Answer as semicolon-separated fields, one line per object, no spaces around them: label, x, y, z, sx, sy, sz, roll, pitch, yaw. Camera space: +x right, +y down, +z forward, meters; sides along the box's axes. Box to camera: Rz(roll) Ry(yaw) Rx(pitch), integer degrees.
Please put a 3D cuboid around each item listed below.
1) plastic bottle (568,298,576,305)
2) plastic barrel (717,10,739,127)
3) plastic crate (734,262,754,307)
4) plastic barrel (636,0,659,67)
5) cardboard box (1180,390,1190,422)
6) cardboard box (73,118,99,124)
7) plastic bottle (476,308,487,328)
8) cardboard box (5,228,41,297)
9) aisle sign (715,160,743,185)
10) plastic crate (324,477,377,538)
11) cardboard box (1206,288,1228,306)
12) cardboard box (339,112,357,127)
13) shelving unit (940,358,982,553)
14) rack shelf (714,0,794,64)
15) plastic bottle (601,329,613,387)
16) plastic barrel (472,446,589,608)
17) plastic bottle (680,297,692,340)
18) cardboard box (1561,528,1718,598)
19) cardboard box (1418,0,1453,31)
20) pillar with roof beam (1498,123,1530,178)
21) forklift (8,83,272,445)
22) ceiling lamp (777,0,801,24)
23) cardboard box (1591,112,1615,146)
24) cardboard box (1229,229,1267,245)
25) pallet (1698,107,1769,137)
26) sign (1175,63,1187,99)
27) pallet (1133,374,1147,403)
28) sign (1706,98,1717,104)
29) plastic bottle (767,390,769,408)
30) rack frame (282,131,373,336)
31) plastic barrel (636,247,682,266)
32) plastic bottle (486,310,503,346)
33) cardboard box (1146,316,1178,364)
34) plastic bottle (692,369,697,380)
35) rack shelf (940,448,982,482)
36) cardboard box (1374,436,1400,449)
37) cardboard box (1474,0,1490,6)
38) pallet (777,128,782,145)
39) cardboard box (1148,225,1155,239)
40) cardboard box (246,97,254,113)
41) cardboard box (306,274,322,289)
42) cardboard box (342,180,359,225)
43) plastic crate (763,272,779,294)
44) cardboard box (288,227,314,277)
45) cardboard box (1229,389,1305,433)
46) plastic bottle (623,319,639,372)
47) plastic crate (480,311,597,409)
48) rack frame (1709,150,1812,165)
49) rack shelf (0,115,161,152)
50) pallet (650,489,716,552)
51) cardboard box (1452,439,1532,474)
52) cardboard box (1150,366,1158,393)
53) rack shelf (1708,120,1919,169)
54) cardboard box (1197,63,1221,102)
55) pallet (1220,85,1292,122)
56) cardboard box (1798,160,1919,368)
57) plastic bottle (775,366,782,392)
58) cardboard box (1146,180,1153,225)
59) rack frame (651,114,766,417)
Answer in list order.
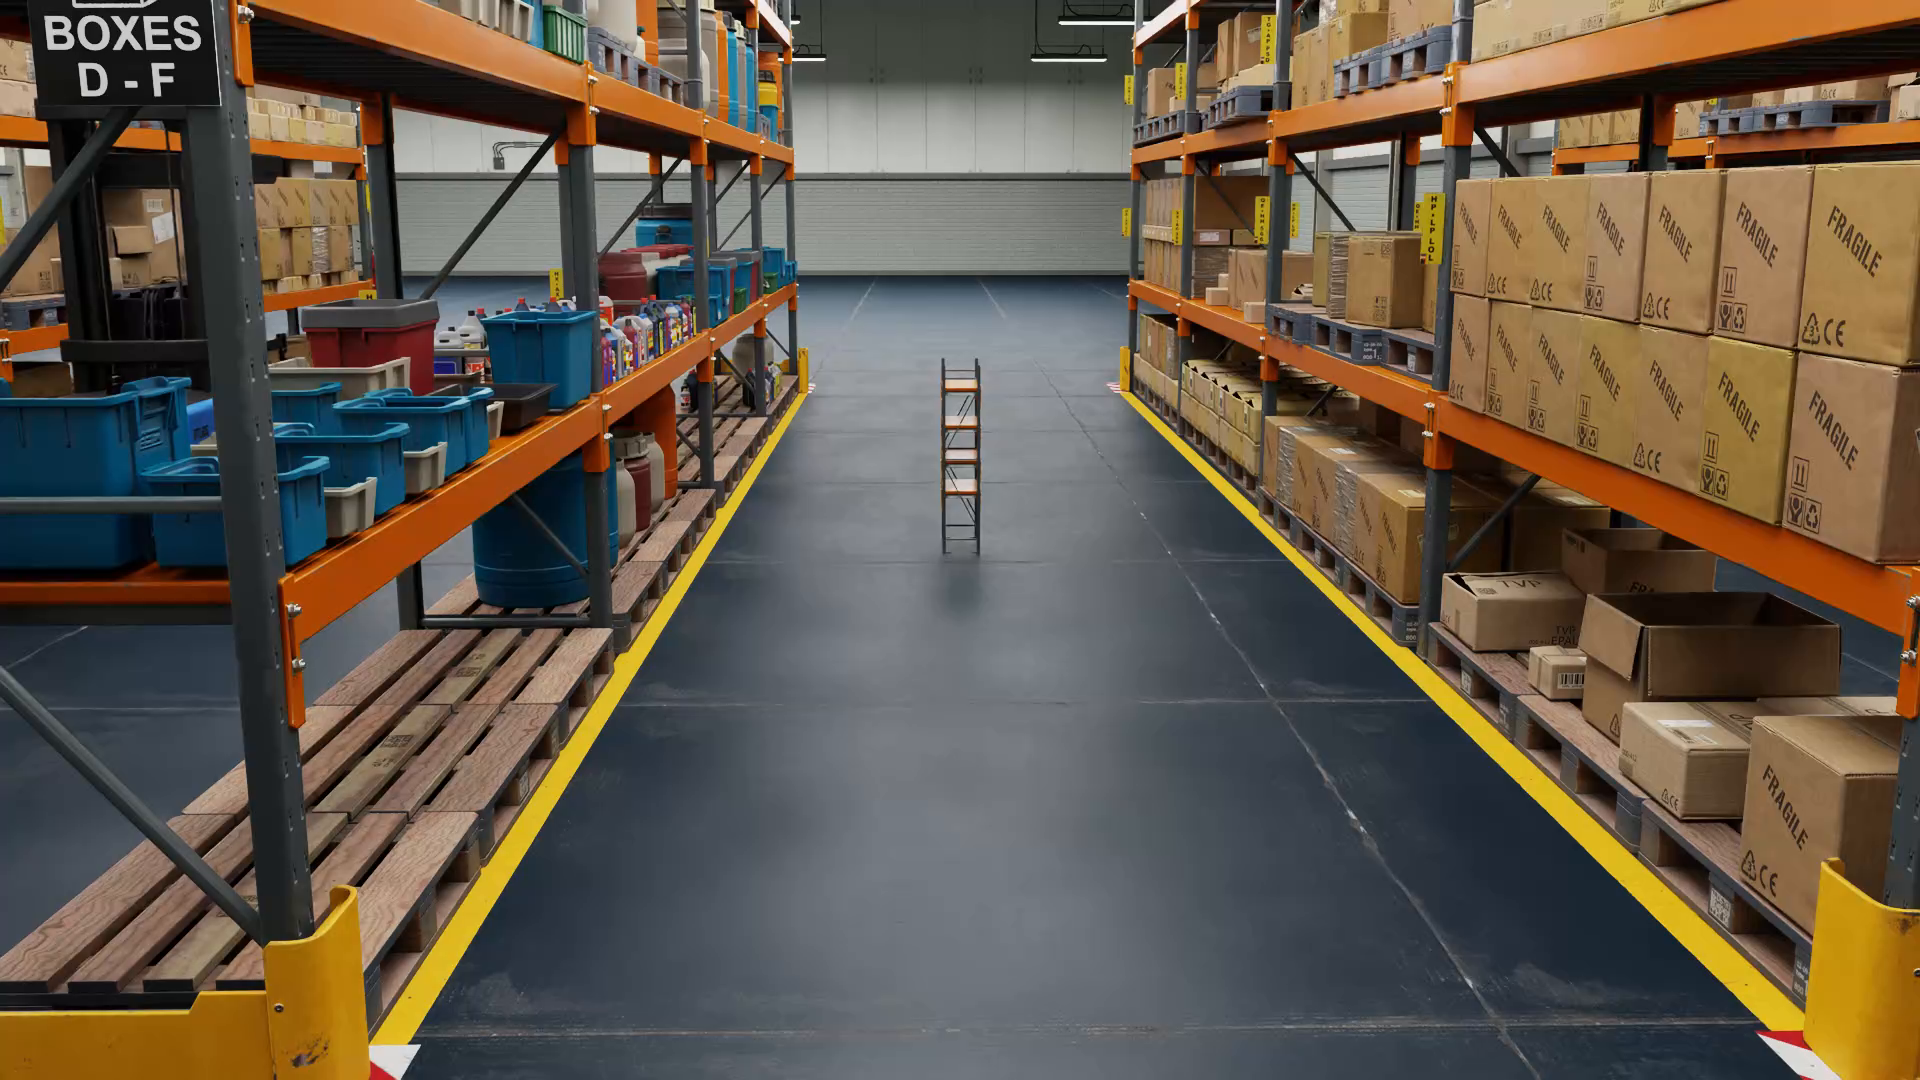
plastic bottle;-2.614;-1.489;11.179;0.097;0.271;0.097;0;11;0
plastic barrel;-2.103;-3.813;13.507;0.600;0.901;0.708;0;11;-1
plastic crate;-2.024;-2.232;14.558;0.392;0.384;0.575;0;11;-1
plastic barrel;-2.266;-3.436;10.772;0.600;0.830;0.708;0;11;-1
cardboard box;2.356;-1.255;15.559;0.500;0.250;0.500;-1;11;-3
cardboard box;-7.012;-3.338;12.800;0.500;0.250;0.500;0;11;0
plastic bottle;-2.542;-1.062;8.872;0.144;0.351;0.185;0;11;-1
cardboard box;-7.389;-2.115;12.632;0.700;0.500;0.500;1;12;7
aisle sign;-2.735;-4.540;19.356;0.394;0.787;0.004;0;11;-1
plastic crate;-1.709;-0.087;4.457;0.250;0.136;0.298;0;11;-1
cardboard box;2.409;-2.178;14.880;0.380;0.149;0.250;0;11;-1
cardboard box;-7.074;-4.771;18.861;0.380;0.149;0.250;0;11;-1
shelving unit;0.003;-0.555;10.778;0.258;1.200;0.503;0;11;-1
rack shelf;-2.399;-5.247;17.105;1.077;0.370;4.000;0;11;-1
plastic bottle;-1.776;-0.912;8.302;0.061;0.283;0.133;0;11;-1
plastic barrel;-2.186;-0.153;8.492;0.600;0.901;0.708;0;11;-1
plastic bottle;-1.835;-1.481;11.109;0.061;0.283;0.133;0;11;-1
cardboard box;3.056;0.234;7.541;0.500;0.500;0.500;0;11;-1
cardboard box;2.787;-2.894;8.678;0.600;0.600;0.600;0;11;-2
pillar with roof beam;3.916;-7.273;24.277;9.100;9.000;0.400;0;11;-1
forklift;-4.893;-1.335;10.266;1.130;2.935;3.031;-1;11;-4
ceiling lamp;-4.306;-12.293;34.339;2.000;3.185;0.800;0;11;-1
cardboard box;7.212;-4.545;18.072;0.500;0.500;0.500;0;11;1
cardboard box;2.783;-2.899;15.920;0.380;0.149;0.250;0;11;-1
pallet;7.454;-3.754;14.945;1.213;0.211;1.003;0;11;-1
sign;2.040;-4.237;15.357;0.100;0.325;0.005;0;11;-1
pallet;2.570;-1.754;19.175;1.003;0.211;1.213;0;11;-1
sign;7.005;-4.218;15.463;0.100;0.325;0.005;0;11;-1
plastic bottle;-1.930;-1.408;16.385;0.097;0.201;0.097;0;11;0
rack frame;-7.392;-3.233;19.450;1.000;3.000;0.127;0;11;-1
plastic barrel;-2.542;-2.188;13.956;0.433;0.535;0.433;0;11;0
plastic bottle;-2.394;-1.026;8.694;0.144;0.351;0.185;0;11;-1
cardboard box;2.336;-2.192;18.294;0.500;0.500;0.500;0;11;-1
plastic bottle;-2.663;-1.540;16.663;0.144;0.351;0.185;-1;11;-4
rack shelf;0.003;-0.489;10.791;0.258;0.148;0.480;0;11;-1
cardboard box;2.942;-0.385;10.594;0.500;0.500;0.500;-1;11;-3
cardboard box;2.522;-2.431;7.074;0.500;0.250;0.500;0;11;-1
pallet;-2.521;-4.466;18.458;1.003;0.211;1.213;0;11;-1
cardboard box;2.317;-3.459;18.680;0.380;0.149;0.250;0;11;-1
cardboard box;-7.066;-4.202;16.059;0.380;0.149;0.250;0;11;-1
cardboard box;-7.044;-2.756;17.732;0.380;0.149;0.250;0;11;-1
cardboard box;-7.134;-3.809;18.777;0.500;0.500;0.500;0;11;-1
plastic crate;-2.103;-2.625;16.987;0.450;0.188;0.662;0;11;-1
cardboard box;-7.312;-3.020;17.402;0.875;0.500;0.500;0;11;-1
cardboard box;2.403;-1.022;13.001;0.500;0.311;0.500;0;11;-2
plastic bottle;-1.792;-1.062;9.042;0.061;0.283;0.133;0;11;-1
plastic crate;-1.842;-0.798;7.337;0.392;0.384;0.575;0;11;-1
rack frame;7.547;-2.499;15.831;1.000;3.000;0.127;0;11;-1
rack shelf;-7.268;-3.158;13.344;1.077;0.370;4.000;0;11;-1
pallet;-2.217;-0.140;11.217;1.003;0.211;1.213;0;11;-1
cardboard box;2.973;-0.541;9.478;0.500;0.250;0.500;0;11;-1
cardboard box;2.330;-1.725;17.878;0.500;0.250;0.500;0;11;-1
rack shelf;7.589;-3.219;13.645;1.077;0.370;4.000;0;11;-1
cardboard box;2.687;-4.601;16.979;0.797;0.503;0.637;1;12;5
pallet;2.574;-3.194;12.192;1.213;0.211;1.003;0;11;1
cardboard box;2.559;-0.719;4.290;0.500;0.500;0.500;0;11;-2
plastic bottle;-1.986;-1.720;17.739;0.152;0.276;0.135;0;11;-1
cardboard box;2.510;-3.854;18.998;0.700;0.500;0.500;0;11;-1
rack frame;-2.357;-2.458;15.631;1.000;3.000;0.127;0;11;-1
